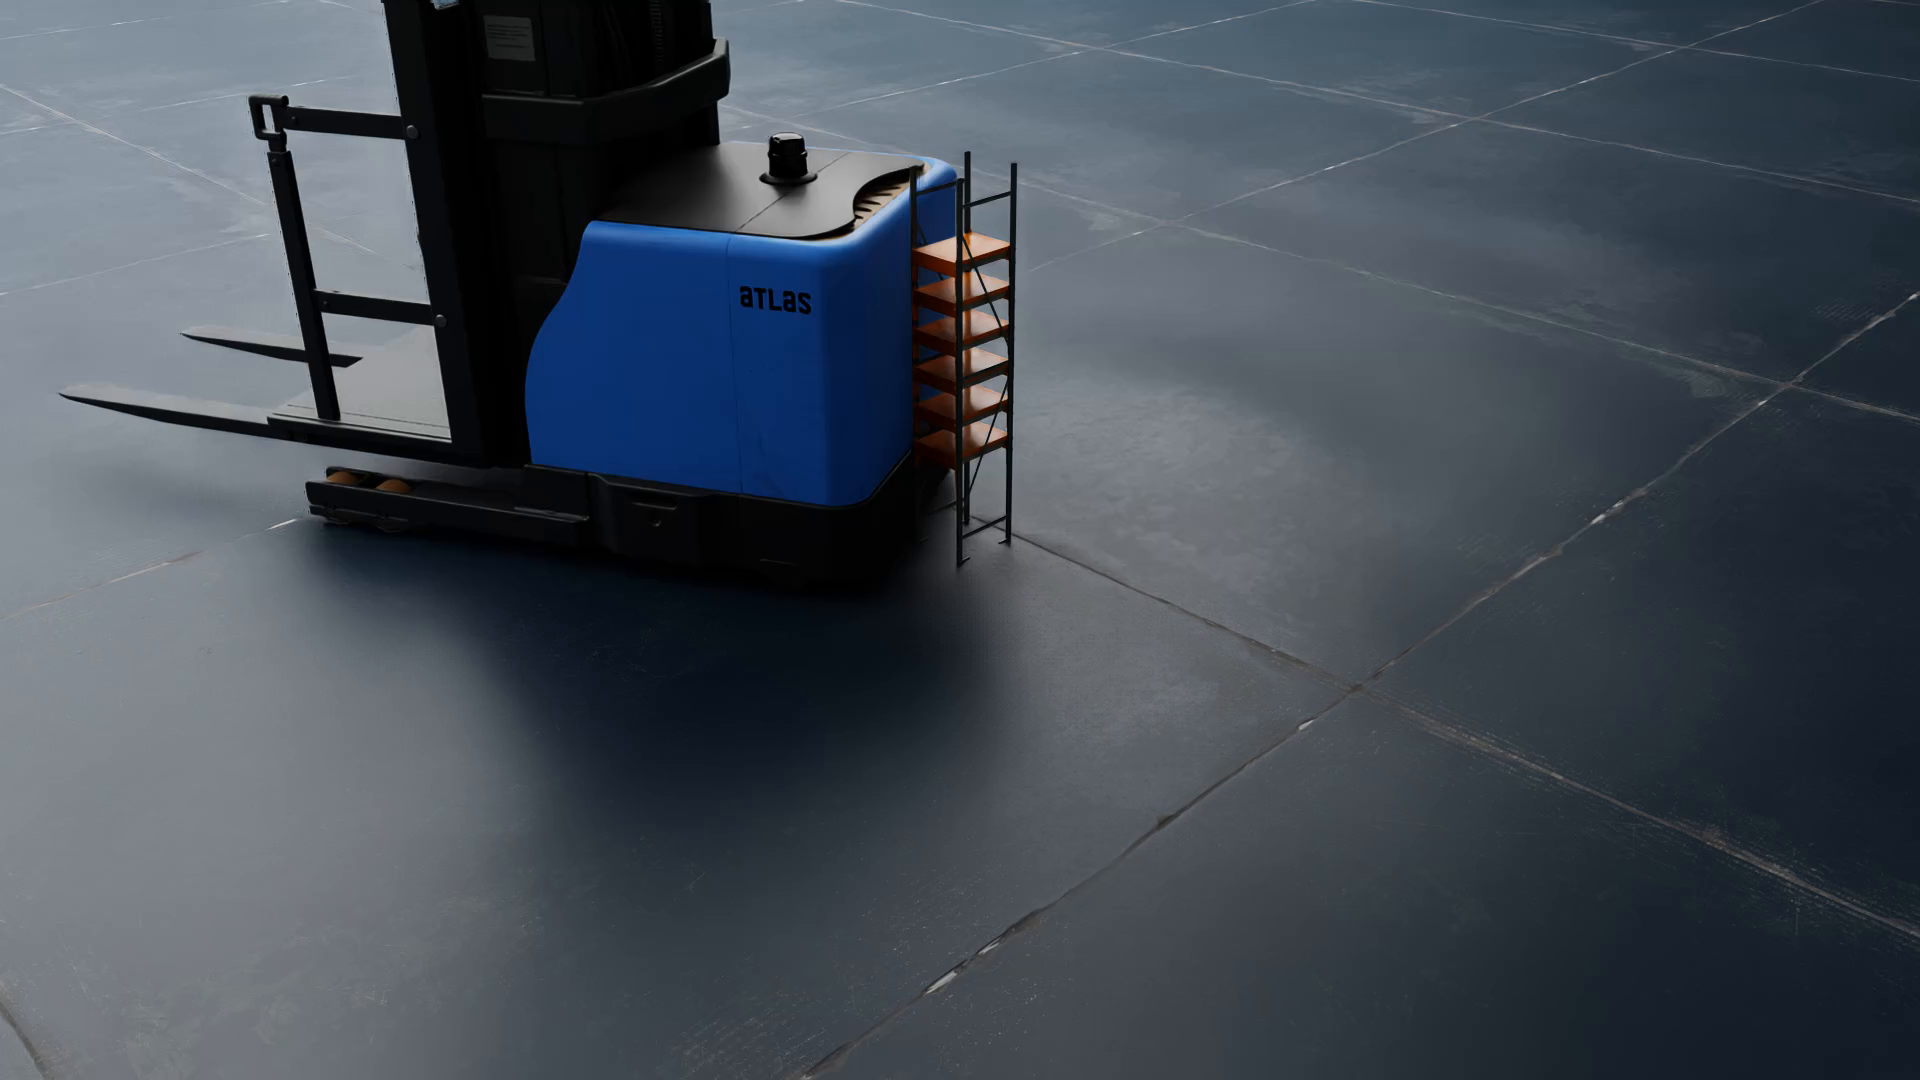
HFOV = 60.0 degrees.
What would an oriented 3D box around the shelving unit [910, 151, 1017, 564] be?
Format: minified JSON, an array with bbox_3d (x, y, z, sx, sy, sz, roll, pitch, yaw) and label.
[{"bbox_3d":[0.010,-0.526,4.962,0.189,1.200,0.258,25,36,38],"label":"shelving unit"}]

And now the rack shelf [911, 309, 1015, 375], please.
[{"bbox_3d":[0.010,-0.593,4.927,0.180,0.103,0.258,25,36,38],"label":"rack shelf"}]

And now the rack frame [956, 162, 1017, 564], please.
[{"bbox_3d":[0.076,-0.496,4.905,0.006,1.200,0.240,25,36,38],"label":"rack frame"}]

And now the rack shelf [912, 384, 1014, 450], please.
[{"bbox_3d":[0.010,-0.381,5.038,0.180,0.103,0.258,25,36,38],"label":"rack shelf"}]

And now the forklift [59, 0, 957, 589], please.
[{"bbox_3d":[-1.569,-1.543,5.034,3.031,2.935,1.130,8,29,16],"label":"forklift"}]

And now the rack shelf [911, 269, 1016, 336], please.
[{"bbox_3d":[0.010,-0.699,4.871,0.180,0.103,0.258,25,36,38],"label":"rack shelf"}]

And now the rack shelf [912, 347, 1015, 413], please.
[{"bbox_3d":[0.010,-0.487,4.982,0.180,0.103,0.258,25,36,38],"label":"rack shelf"}]

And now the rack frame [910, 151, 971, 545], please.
[{"bbox_3d":[-0.055,-0.556,5.019,0.006,1.200,0.240,25,36,38],"label":"rack frame"}]

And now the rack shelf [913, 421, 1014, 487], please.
[{"bbox_3d":[0.010,-0.275,5.094,0.180,0.103,0.258,25,36,38],"label":"rack shelf"}]

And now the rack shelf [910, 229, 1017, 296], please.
[{"bbox_3d":[0.010,-0.806,4.815,0.180,0.103,0.258,25,36,38],"label":"rack shelf"}]
